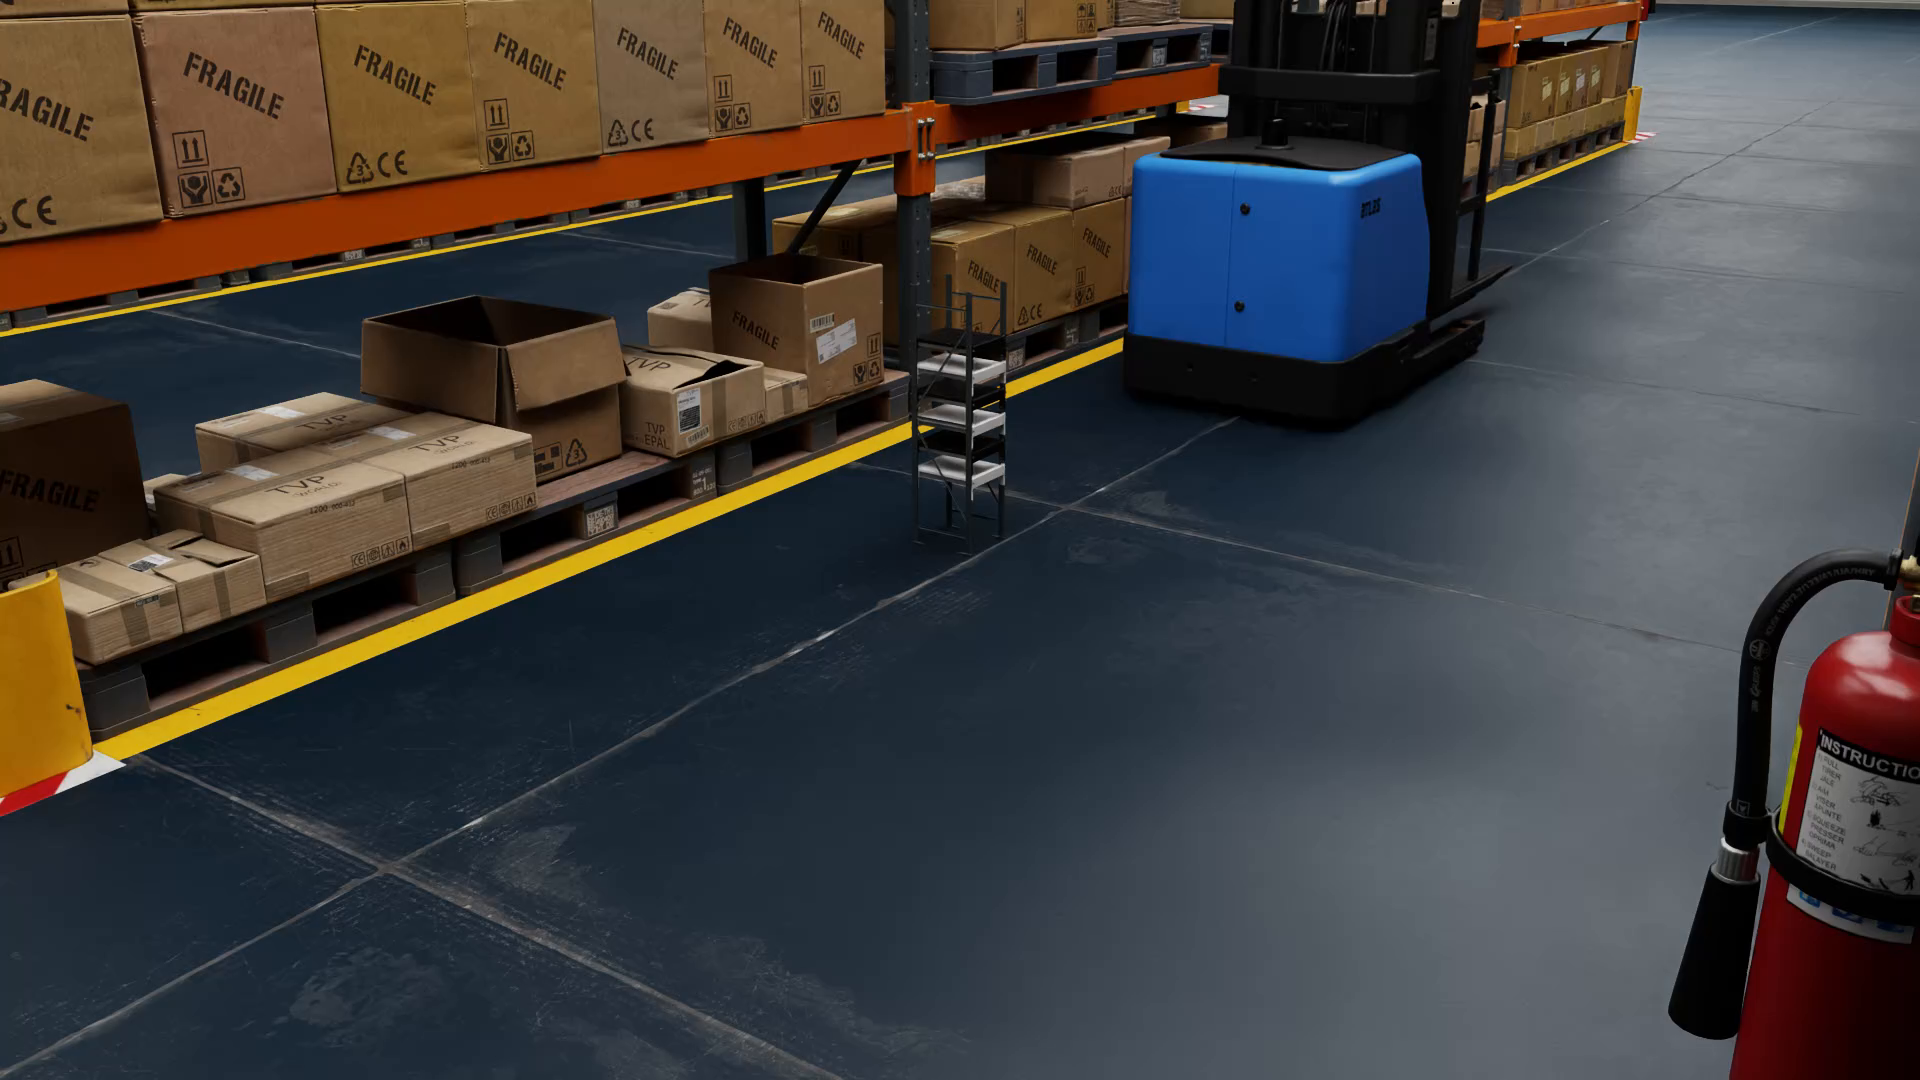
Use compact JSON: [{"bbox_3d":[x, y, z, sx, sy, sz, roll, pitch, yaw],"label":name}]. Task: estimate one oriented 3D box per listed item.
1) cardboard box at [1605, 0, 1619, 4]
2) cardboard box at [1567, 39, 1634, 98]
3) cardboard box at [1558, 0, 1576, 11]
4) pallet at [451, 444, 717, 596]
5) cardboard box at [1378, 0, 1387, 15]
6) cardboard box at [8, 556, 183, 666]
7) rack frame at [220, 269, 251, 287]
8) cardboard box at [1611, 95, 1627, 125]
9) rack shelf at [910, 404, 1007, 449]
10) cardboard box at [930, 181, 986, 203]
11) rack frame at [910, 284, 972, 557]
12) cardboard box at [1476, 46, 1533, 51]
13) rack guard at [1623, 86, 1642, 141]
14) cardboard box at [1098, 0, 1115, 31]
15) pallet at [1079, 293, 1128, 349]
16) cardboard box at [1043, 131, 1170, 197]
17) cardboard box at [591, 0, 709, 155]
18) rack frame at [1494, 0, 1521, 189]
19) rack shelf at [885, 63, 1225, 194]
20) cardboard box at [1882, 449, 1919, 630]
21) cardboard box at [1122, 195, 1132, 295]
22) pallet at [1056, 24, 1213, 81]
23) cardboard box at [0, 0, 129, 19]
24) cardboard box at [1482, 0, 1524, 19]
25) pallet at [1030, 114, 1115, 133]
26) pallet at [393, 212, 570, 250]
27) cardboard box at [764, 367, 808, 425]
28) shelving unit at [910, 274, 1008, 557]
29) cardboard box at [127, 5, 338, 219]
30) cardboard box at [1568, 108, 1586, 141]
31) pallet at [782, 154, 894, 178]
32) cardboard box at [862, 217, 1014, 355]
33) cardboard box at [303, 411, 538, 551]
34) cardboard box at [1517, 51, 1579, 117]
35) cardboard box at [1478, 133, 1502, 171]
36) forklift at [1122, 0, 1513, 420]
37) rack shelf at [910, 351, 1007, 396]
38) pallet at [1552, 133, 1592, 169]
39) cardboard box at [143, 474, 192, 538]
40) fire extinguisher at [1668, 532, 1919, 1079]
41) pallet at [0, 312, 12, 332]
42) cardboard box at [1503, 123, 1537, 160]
[{"bbox_3d":[5.904,-5.401,15.898,0.700,0.500,0.500,13,24,32],"label":"cardboard box"},{"bbox_3d":[6.121,-4.533,15.972,0.500,0.500,0.500,13,24,32],"label":"cardboard box"},{"bbox_3d":[5.036,-4.956,14.696,0.700,0.500,0.500,14,25,33],"label":"cardboard box"},{"bbox_3d":[-1.641,-0.186,5.964,1.003,0.211,1.213,13,24,32],"label":"pallet"},{"bbox_3d":[2.609,-3.722,11.358,0.500,0.500,0.500,12,23,29],"label":"cardboard box"},{"bbox_3d":[-2.298,0.183,4.422,0.380,0.149,0.250,13,24,32],"label":"cardboard box"},{"bbox_3d":[-4.663,-3.010,9.577,1.000,3.000,0.127,13,24,32],"label":"rack frame"},{"bbox_3d":[6.120,-4.181,16.104,0.500,0.250,0.500,13,24,32],"label":"cardboard box"},{"bbox_3d":[-0.005,-0.388,5.614,0.258,0.077,0.200,13,24,32],"label":"rack shelf"},{"bbox_3d":[0.039,-1.558,8.622,0.500,0.500,0.500,14,24,32],"label":"cardboard box"},{"bbox_3d":[-0.062,-0.391,5.524,0.240,0.900,0.006,13,24,32],"label":"rack frame"},{"bbox_3d":[4.846,-4.204,15.084,0.500,0.500,0.500,13,24,32],"label":"cardboard box"},{"bbox_3d":[6.190,-4.320,16.723,1.175,0.500,0.348,13,24,32],"label":"rack guard"},{"bbox_3d":[0.373,-2.805,8.276,0.700,0.500,0.500,7,21,18],"label":"cardboard box"},{"bbox_3d":[0.542,-1.327,9.048,1.003,0.211,1.213,13,24,32],"label":"pallet"},{"bbox_3d":[0.748,-1.950,8.602,0.500,0.250,0.500,13,24,31],"label":"cardboard box"},{"bbox_3d":[-1.213,-1.600,5.622,0.500,0.500,0.500,14,24,33],"label":"cardboard box"},{"bbox_3d":[3.928,-4.338,13.168,1.000,3.000,0.127,13,24,32],"label":"rack frame"},{"bbox_3d":[0.555,-2.279,8.639,1.077,0.370,4.000,13,24,32],"label":"rack shelf"},{"bbox_3d":[1.560,-0.219,1.600,0.980,0.700,0.700,15,25,34],"label":"cardboard box"},{"bbox_3d":[0.767,-1.610,8.762,0.500,0.500,0.500,12,24,30],"label":"cardboard box"},{"bbox_3d":[0.590,-2.541,8.588,1.003,0.211,1.213,13,24,32],"label":"pallet"},{"bbox_3d":[-2.350,-1.487,3.875,0.500,0.500,0.500,14,25,33],"label":"cardboard box"},{"bbox_3d":[4.172,-4.513,13.499,0.700,0.500,0.500,13,24,30],"label":"cardboard box"},{"bbox_3d":[0.931,-4.533,17.716,1.003,0.211,1.213,13,24,32],"label":"pallet"},{"bbox_3d":[-3.510,-2.266,11.588,1.003,0.211,1.213,13,24,32],"label":"pallet"},{"bbox_3d":[-0.816,-0.574,6.467,0.380,0.149,0.250,13,24,32],"label":"cardboard box"},{"bbox_3d":[-0.005,-0.420,5.603,0.258,0.900,0.210,13,24,32],"label":"shelving unit"},{"bbox_3d":[-2.064,-1.167,4.451,0.500,0.500,0.500,13,24,31],"label":"cardboard box"},{"bbox_3d":[5.286,-3.749,14.934,0.500,0.250,0.500,13,24,32],"label":"cardboard box"},{"bbox_3d":[-1.261,-3.413,14.687,1.003,0.211,1.213,13,24,32],"label":"pallet"},{"bbox_3d":[-0.095,-1.168,7.567,0.500,0.500,0.500,12,23,29],"label":"cardboard box"},{"bbox_3d":[-1.715,-0.199,5.309,0.500,0.250,0.500,13,24,32],"label":"cardboard box"},{"bbox_3d":[5.010,-3.956,14.413,0.500,0.500,0.500,13,24,32],"label":"cardboard box"},{"bbox_3d":[3.935,-3.070,13.098,0.500,0.250,0.500,13,24,31],"label":"cardboard box"},{"bbox_3d":[1.963,-2.333,7.849,1.130,2.935,3.031,13,24,31],"label":"forklift"},{"bbox_3d":[-0.005,-0.557,5.552,0.258,0.077,0.200,13,24,32],"label":"rack shelf"},{"bbox_3d":[5.095,-3.602,15.197,1.003,0.211,1.213,13,24,32],"label":"pallet"},{"bbox_3d":[-2.413,-0.075,5.094,0.380,0.166,0.250,13,24,32],"label":"cardboard box"},{"bbox_3d":[0.815,0.235,1.456,0.296,0.674,0.183,13,24,32],"label":"fire extinguisher"},{"bbox_3d":[-5.730,-1.132,8.520,1.003,0.211,1.213,13,24,32],"label":"pallet"},{"bbox_3d":[4.440,-3.319,13.772,0.500,0.250,0.500,13,24,32],"label":"cardboard box"}]
